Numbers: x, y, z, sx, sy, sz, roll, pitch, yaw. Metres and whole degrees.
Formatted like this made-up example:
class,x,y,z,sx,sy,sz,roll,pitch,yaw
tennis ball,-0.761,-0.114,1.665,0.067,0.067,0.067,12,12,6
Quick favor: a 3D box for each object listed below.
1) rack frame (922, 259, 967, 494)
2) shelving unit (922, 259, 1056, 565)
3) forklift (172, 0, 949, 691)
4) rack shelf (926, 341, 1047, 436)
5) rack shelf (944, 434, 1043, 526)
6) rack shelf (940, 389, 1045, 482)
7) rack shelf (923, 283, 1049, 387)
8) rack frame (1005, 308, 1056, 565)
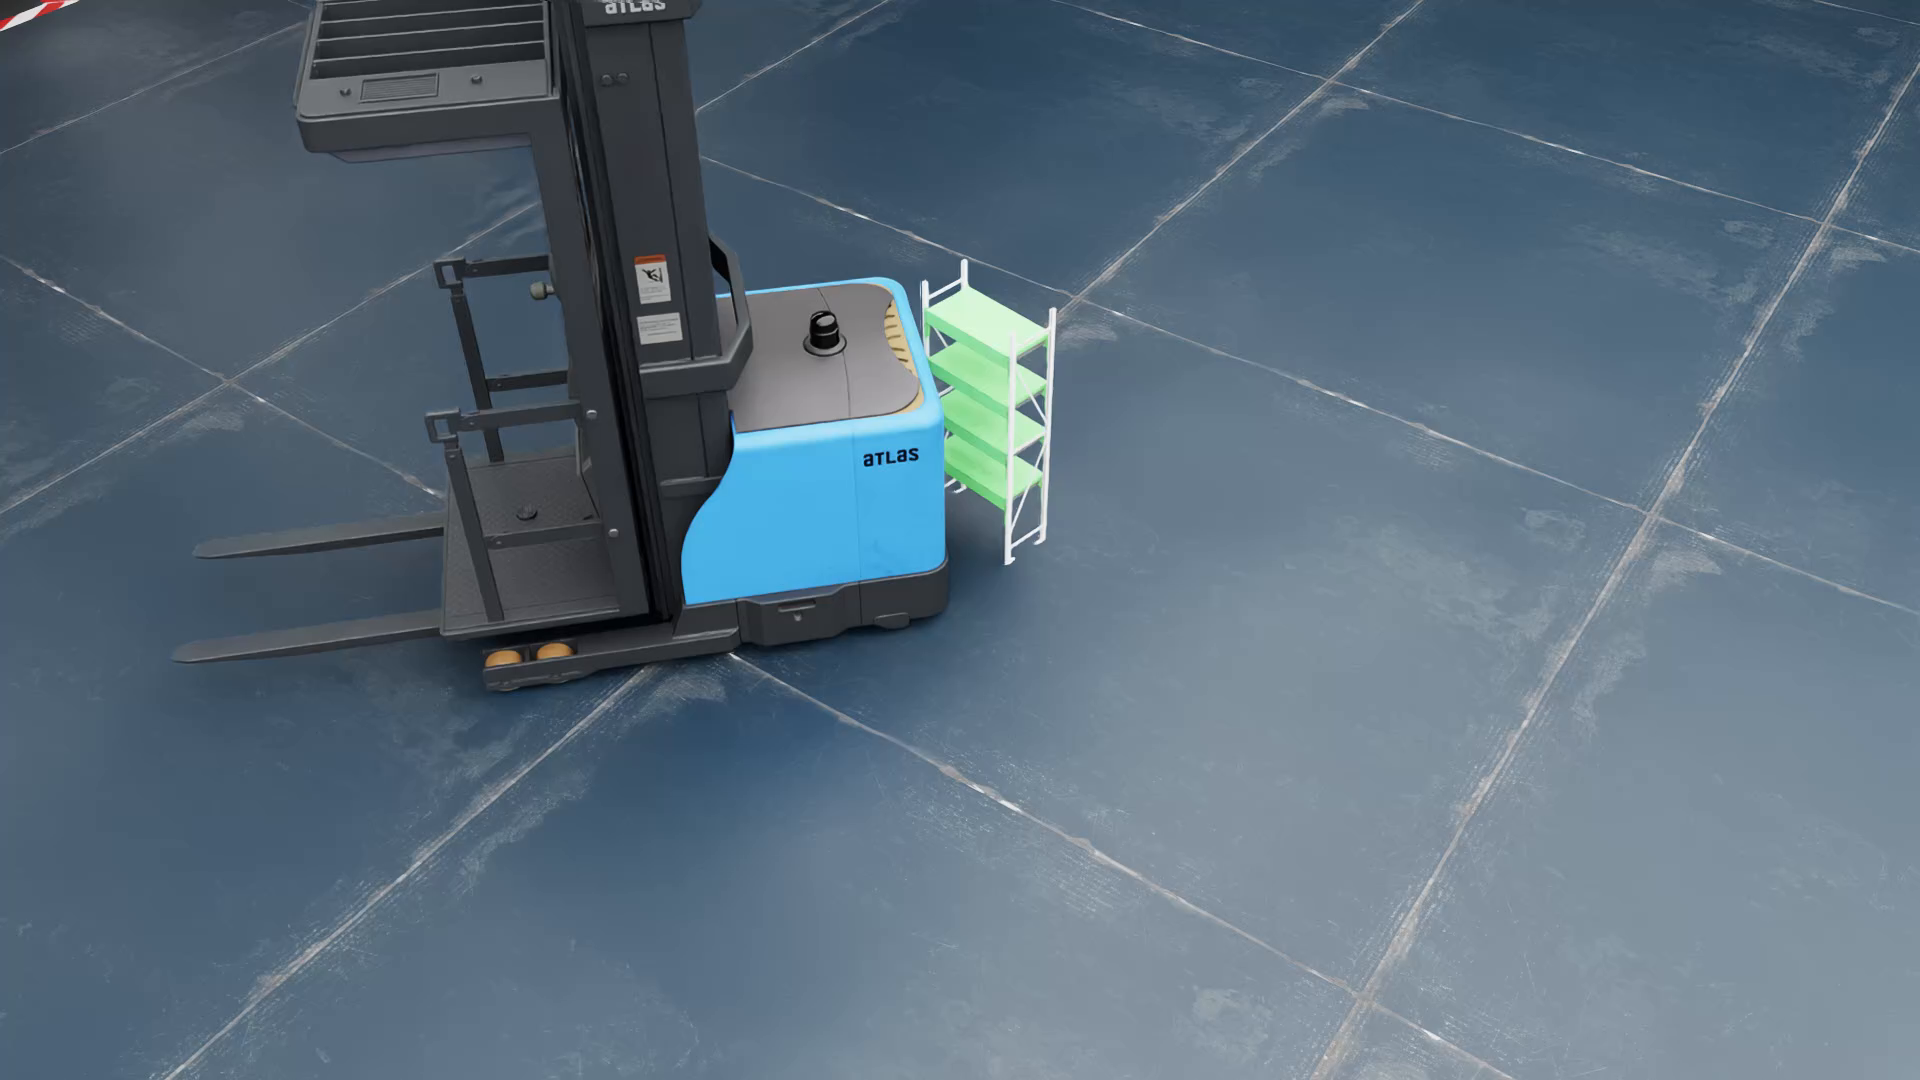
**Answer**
class,x,y,z,sx,sy,sz,roll,pitch,yaw
rack frame,-0.060,-0.628,7.053,0.240,1.200,0.015,-33,51,-31
shelving unit,0.111,-0.512,6.923,0.258,1.200,0.503,-33,51,-31
forklift,-1.616,-0.881,6.036,3.031,2.935,1.130,-8,42,-9
rack shelf,0.111,-0.644,6.805,0.258,0.148,0.480,-33,51,-31
rack shelf,0.111,-0.286,7.126,0.258,0.148,0.480,-33,51,-31
rack shelf,0.111,-0.465,6.965,0.258,0.148,0.480,-33,51,-31
rack shelf,0.111,-0.823,6.645,0.258,0.148,0.480,-33,51,-31
rack frame,0.282,-0.396,6.793,0.240,1.200,0.015,-33,51,-31
